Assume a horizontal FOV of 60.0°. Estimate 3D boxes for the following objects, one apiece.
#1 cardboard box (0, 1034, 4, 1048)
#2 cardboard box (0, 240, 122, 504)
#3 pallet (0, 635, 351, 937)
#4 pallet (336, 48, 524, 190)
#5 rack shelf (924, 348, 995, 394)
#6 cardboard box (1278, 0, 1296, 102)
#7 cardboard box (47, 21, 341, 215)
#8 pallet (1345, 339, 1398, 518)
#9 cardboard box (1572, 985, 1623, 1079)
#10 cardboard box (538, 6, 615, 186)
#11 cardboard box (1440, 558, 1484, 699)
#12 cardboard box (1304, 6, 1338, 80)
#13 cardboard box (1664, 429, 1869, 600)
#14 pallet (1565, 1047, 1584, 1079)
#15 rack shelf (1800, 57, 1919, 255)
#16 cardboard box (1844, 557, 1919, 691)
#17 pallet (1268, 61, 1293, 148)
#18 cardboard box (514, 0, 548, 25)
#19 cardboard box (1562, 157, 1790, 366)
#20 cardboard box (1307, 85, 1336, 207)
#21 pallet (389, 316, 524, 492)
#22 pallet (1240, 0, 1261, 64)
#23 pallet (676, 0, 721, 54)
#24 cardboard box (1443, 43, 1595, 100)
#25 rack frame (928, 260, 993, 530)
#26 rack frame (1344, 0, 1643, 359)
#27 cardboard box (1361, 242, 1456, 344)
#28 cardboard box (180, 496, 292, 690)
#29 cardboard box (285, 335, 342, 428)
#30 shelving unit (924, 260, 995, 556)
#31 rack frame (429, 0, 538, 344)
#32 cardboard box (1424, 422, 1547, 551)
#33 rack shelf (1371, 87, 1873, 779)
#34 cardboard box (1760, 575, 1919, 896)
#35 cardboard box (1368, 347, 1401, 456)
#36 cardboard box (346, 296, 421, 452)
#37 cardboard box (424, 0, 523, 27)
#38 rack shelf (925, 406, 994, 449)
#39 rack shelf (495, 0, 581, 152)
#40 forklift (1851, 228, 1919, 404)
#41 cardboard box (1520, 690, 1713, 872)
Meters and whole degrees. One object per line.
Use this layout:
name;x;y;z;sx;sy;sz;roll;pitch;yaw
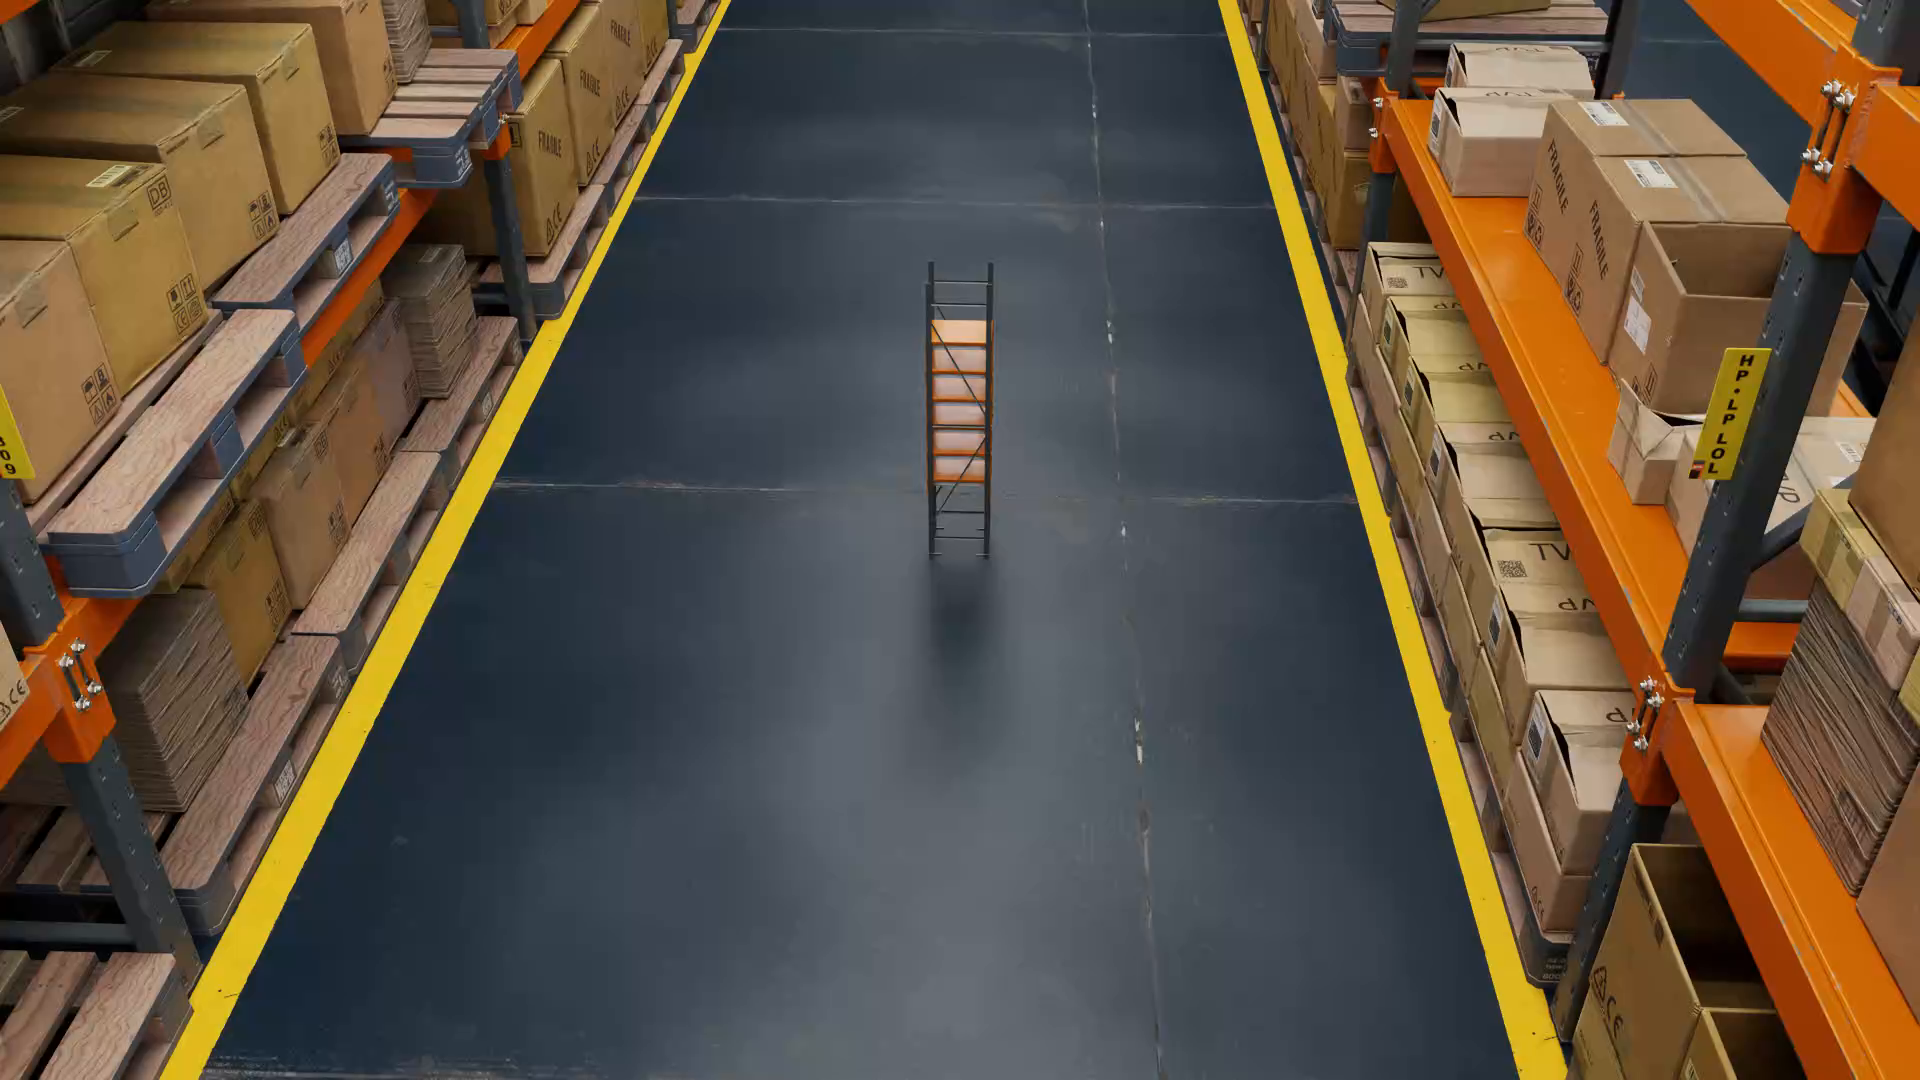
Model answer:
cardboard box;-2.739;1.355;4.295;0.380;0.166;0.250;-3;35;-4
cardboard box;-2.693;-0.445;4.305;0.700;0.500;0.500;1;35;2
pallet;-2.717;0.761;5.483;1.003;0.211;1.213;1;35;2
pallet;-2.509;-1.740;6.784;1.213;0.211;1.003;1;35;2
rack shelf;-0.001;-0.643;6.281;0.258;0.103;0.180;1;35;2
cardboard box;2.251;-2.995;10.193;0.500;0.500;0.500;2;35;3
cardboard box;-2.623;-1.465;5.756;0.700;0.500;0.500;1;35;2
pallet;2.291;-0.505;7.285;1.003;0.211;1.213;1;35;2
cardboard box;1.881;1.393;4.186;0.500;0.250;0.500;1;35;2
cardboard box;-2.384;-2.445;9.125;0.750;0.750;0.750;1;35;2
cardboard box;1.972;0.304;5.735;0.500;0.250;0.500;2;35;3
cardboard box;2.201;-2.745;9.187;0.500;0.250;0.500;1;35;1
cardboard box;2.179;-0.042;4.332;0.500;0.250;0.500;3;35;5
pallet;2.129;1.777;4.038;1.003;0.211;1.213;1;35;2
rack shelf;2.122;0.396;1.594;1.077;0.370;4.000;1;35;2
cardboard box;1.989;0.168;3.251;0.380;0.149;0.250;2;35;3
pallet;2.529;-2.807;10.561;1.003;0.211;1.213;1;35;2
cardboard box;-2.228;-2.615;8.063;0.380;0.149;0.250;2;35;3
cardboard box;2.291;-0.892;5.324;0.500;0.500;0.500;1;35;2
cardboard box;2.188;-2.115;8.943;0.500;0.500;0.500;0;35;0
pallet;-2.619;-0.641;7.478;1.003;0.211;1.213;1;35;2
pallet;2.553;-3.670;11.788;1.003;0.211;1.213;1;35;2
pallet;-2.317;-3.823;12.006;1.003;0.211;1.213;1;35;2
cardboard box;2.305;-1.874;6.885;0.500;0.311;0.500;3;35;5
rack frame;0.003;-0.535;6.468;0.240;1.200;0.006;1;35;2
rack frame;2.363;-2.118;7.155;1.000;3.000;0.127;1;35;2
cardboard box;2.049;-1.100;7.245;0.500;0.311;0.500;2;35;3
cardboard box;-2.764;0.189;5.663;0.700;0.500;0.500;1;35;1
cardboard box;-2.664;-0.658;6.217;0.500;0.250;0.500;1;35;2
shelving unit;-0.001;-0.483;6.393;0.258;1.200;0.189;1;35;2
rack frame;-2.586;-2.230;7.315;1.000;3.000;0.127;1;35;2
cardboard box;1.993;-0.210;5.978;0.500;0.311;0.500;1;35;1
rack shelf;2.283;-0.675;5.727;1.077;0.370;4.000;1;35;2
cardboard box;2.191;0.394;3.493;0.700;0.500;0.500;0;35;1
cardboard box;2.030;-0.582;6.996;0.500;0.250;0.500;0;35;1
cardboard box;-2.700;-0.680;6.900;0.700;0.500;0.500;1;35;2
cardboard box;-2.311;-2.674;7.584;0.500;0.500;0.500;2;35;3
rack shelf;-0.001;-0.446;6.419;0.258;0.103;0.180;1;35;2
rack shelf;-2.506;-3.085;9.157;1.077;0.370;4.000;1;35;2
forklift;4.730;-1.781;6.735;1.130;2.935;3.031;6;36;9
cardboard box;1.933;0.664;4.734;0.500;0.311;0.500;1;35;2
